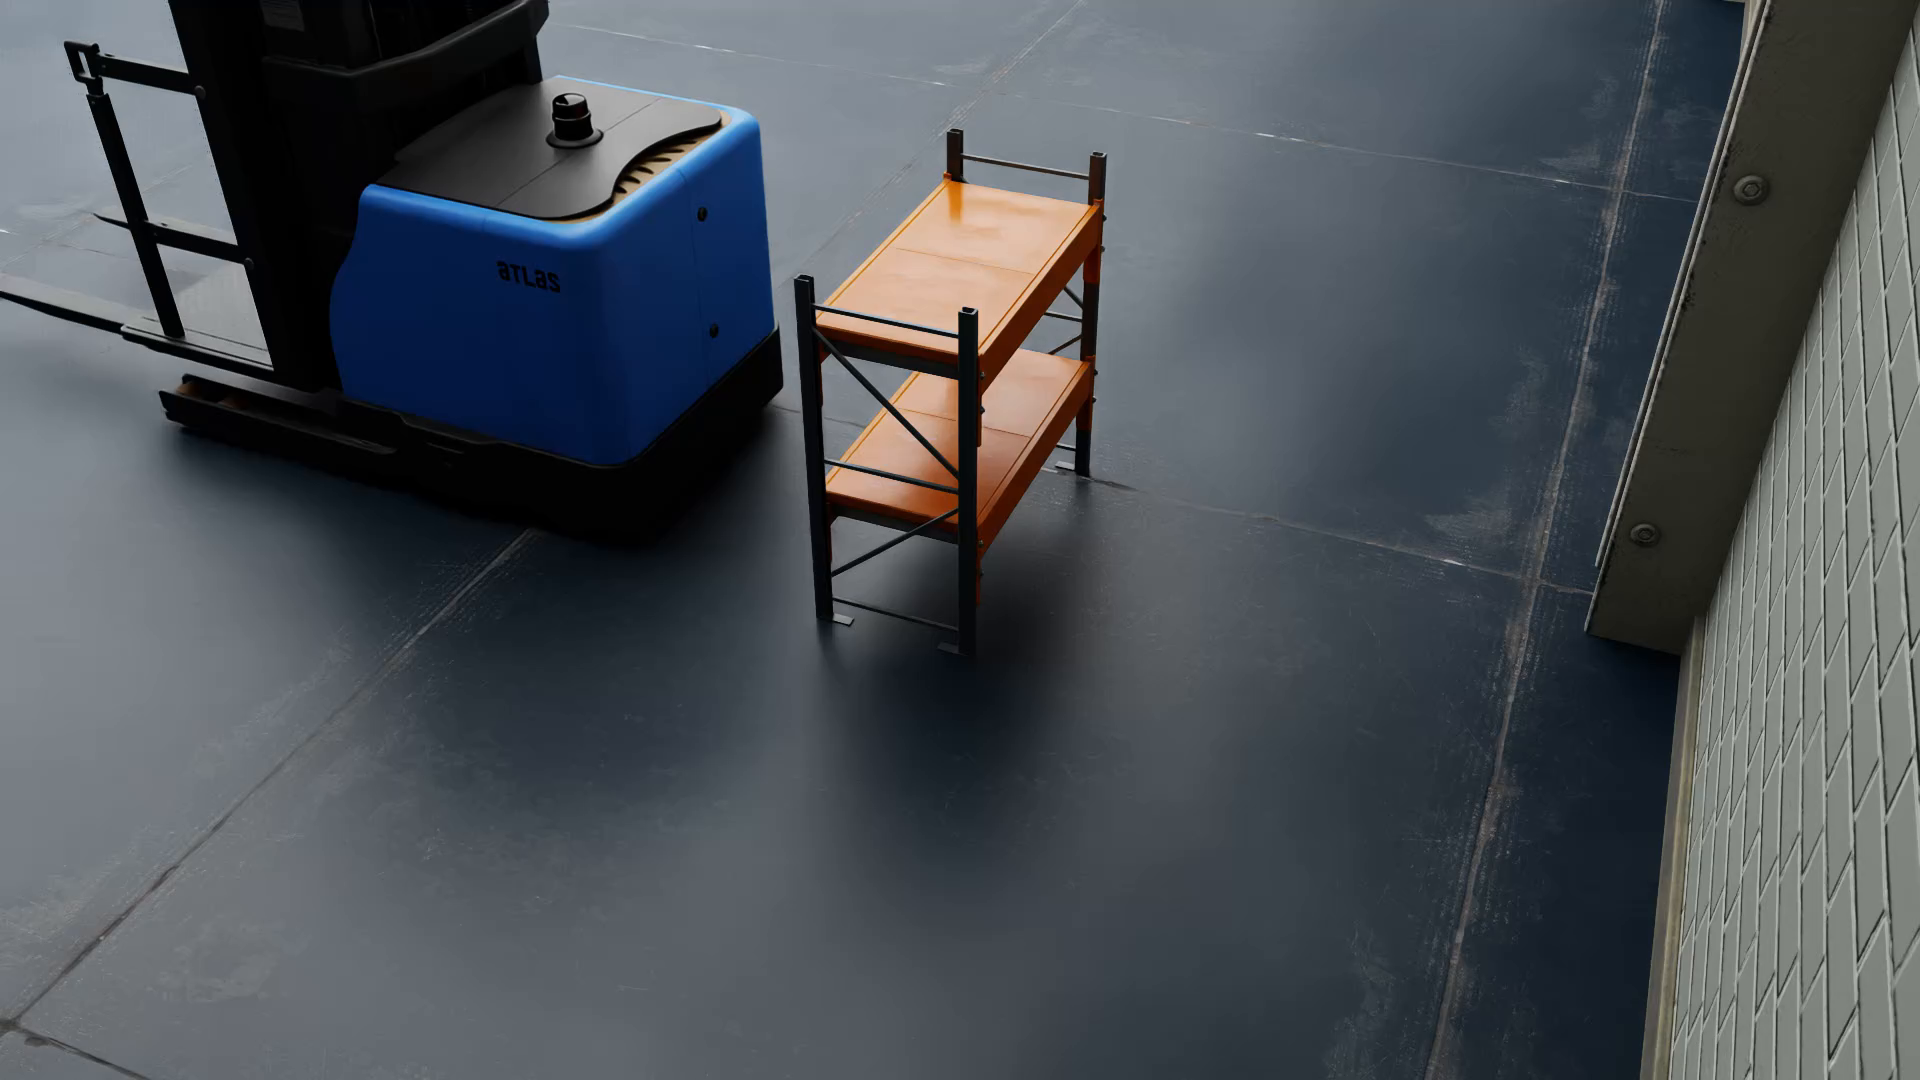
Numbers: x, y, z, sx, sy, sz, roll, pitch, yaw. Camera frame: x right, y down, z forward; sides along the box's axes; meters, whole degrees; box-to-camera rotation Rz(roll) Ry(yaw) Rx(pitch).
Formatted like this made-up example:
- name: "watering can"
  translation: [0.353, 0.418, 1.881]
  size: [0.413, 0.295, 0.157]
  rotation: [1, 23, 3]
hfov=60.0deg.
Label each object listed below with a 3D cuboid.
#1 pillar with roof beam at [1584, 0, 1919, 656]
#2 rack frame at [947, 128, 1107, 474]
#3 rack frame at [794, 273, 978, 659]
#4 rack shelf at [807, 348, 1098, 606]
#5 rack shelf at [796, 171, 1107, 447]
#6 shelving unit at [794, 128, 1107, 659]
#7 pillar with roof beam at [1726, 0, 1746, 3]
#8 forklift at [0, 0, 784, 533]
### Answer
- name: "pillar with roof beam"
  translation: [-1.929, -4.388, 3.604]
  size: [9.100, 9.000, 0.400]
  rotation: [14, 39, 18]
- name: "rack frame"
  translation: [0.196, -0.736, 5.295]
  size: [0.500, 1.125, 0.032]
  rotation: [14, 39, 18]
- name: "rack frame"
  translation: [-0.191, -0.173, 4.542]
  size: [0.500, 1.125, 0.032]
  rotation: [14, 39, 18]
- name: "rack shelf"
  translation: [0.003, -0.258, 5.065]
  size: [0.538, 0.278, 1.000]
  rotation: [14, 39, 18]
- name: "rack shelf"
  translation: [0.003, -0.689, 4.743]
  size: [0.538, 0.278, 1.000]
  rotation: [14, 39, 18]
- name: "shelving unit"
  translation: [0.003, -0.454, 4.918]
  size: [0.538, 1.125, 1.048]
  rotation: [14, 39, 18]
- name: "pillar with roof beam"
  translation: [0.354, -7.710, 8.049]
  size: [9.100, 9.000, 0.400]
  rotation: [14, 39, 18]
- name: "forklift"
  translation: [-2.184, -1.778, 5.180]
  size: [3.031, 2.935, 1.130]
  rotation: [15, 39, 19]
